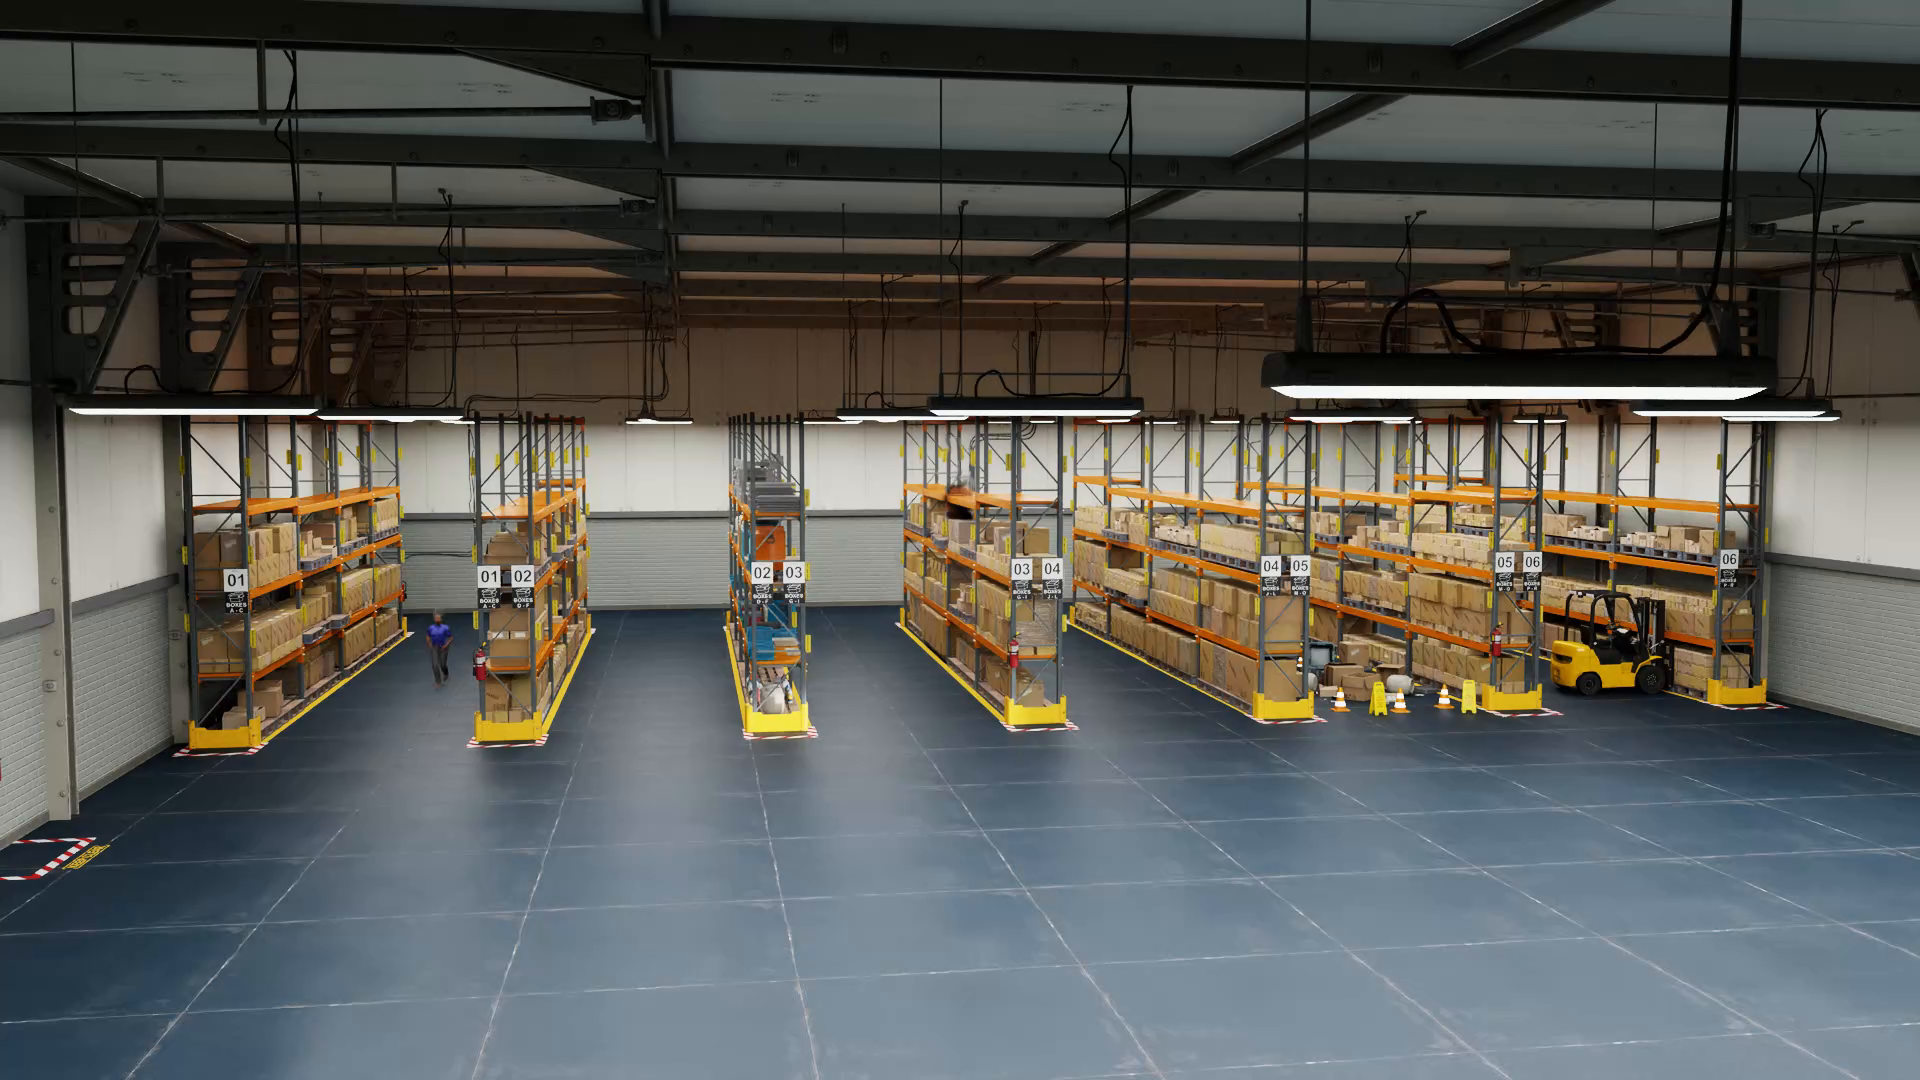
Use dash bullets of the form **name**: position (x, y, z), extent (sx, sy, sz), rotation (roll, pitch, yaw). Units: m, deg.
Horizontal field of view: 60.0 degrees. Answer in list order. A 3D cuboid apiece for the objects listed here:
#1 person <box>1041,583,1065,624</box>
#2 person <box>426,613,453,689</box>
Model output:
- **person**: position (2.560, 1.716, 45.930), extent (0.752, 1.768, 0.884), rotation (-1, 4, -8)
- **person**: position (-11.463, 2.426, 36.614), extent (0.590, 1.640, 0.732), rotation (-1, 4, -8)
